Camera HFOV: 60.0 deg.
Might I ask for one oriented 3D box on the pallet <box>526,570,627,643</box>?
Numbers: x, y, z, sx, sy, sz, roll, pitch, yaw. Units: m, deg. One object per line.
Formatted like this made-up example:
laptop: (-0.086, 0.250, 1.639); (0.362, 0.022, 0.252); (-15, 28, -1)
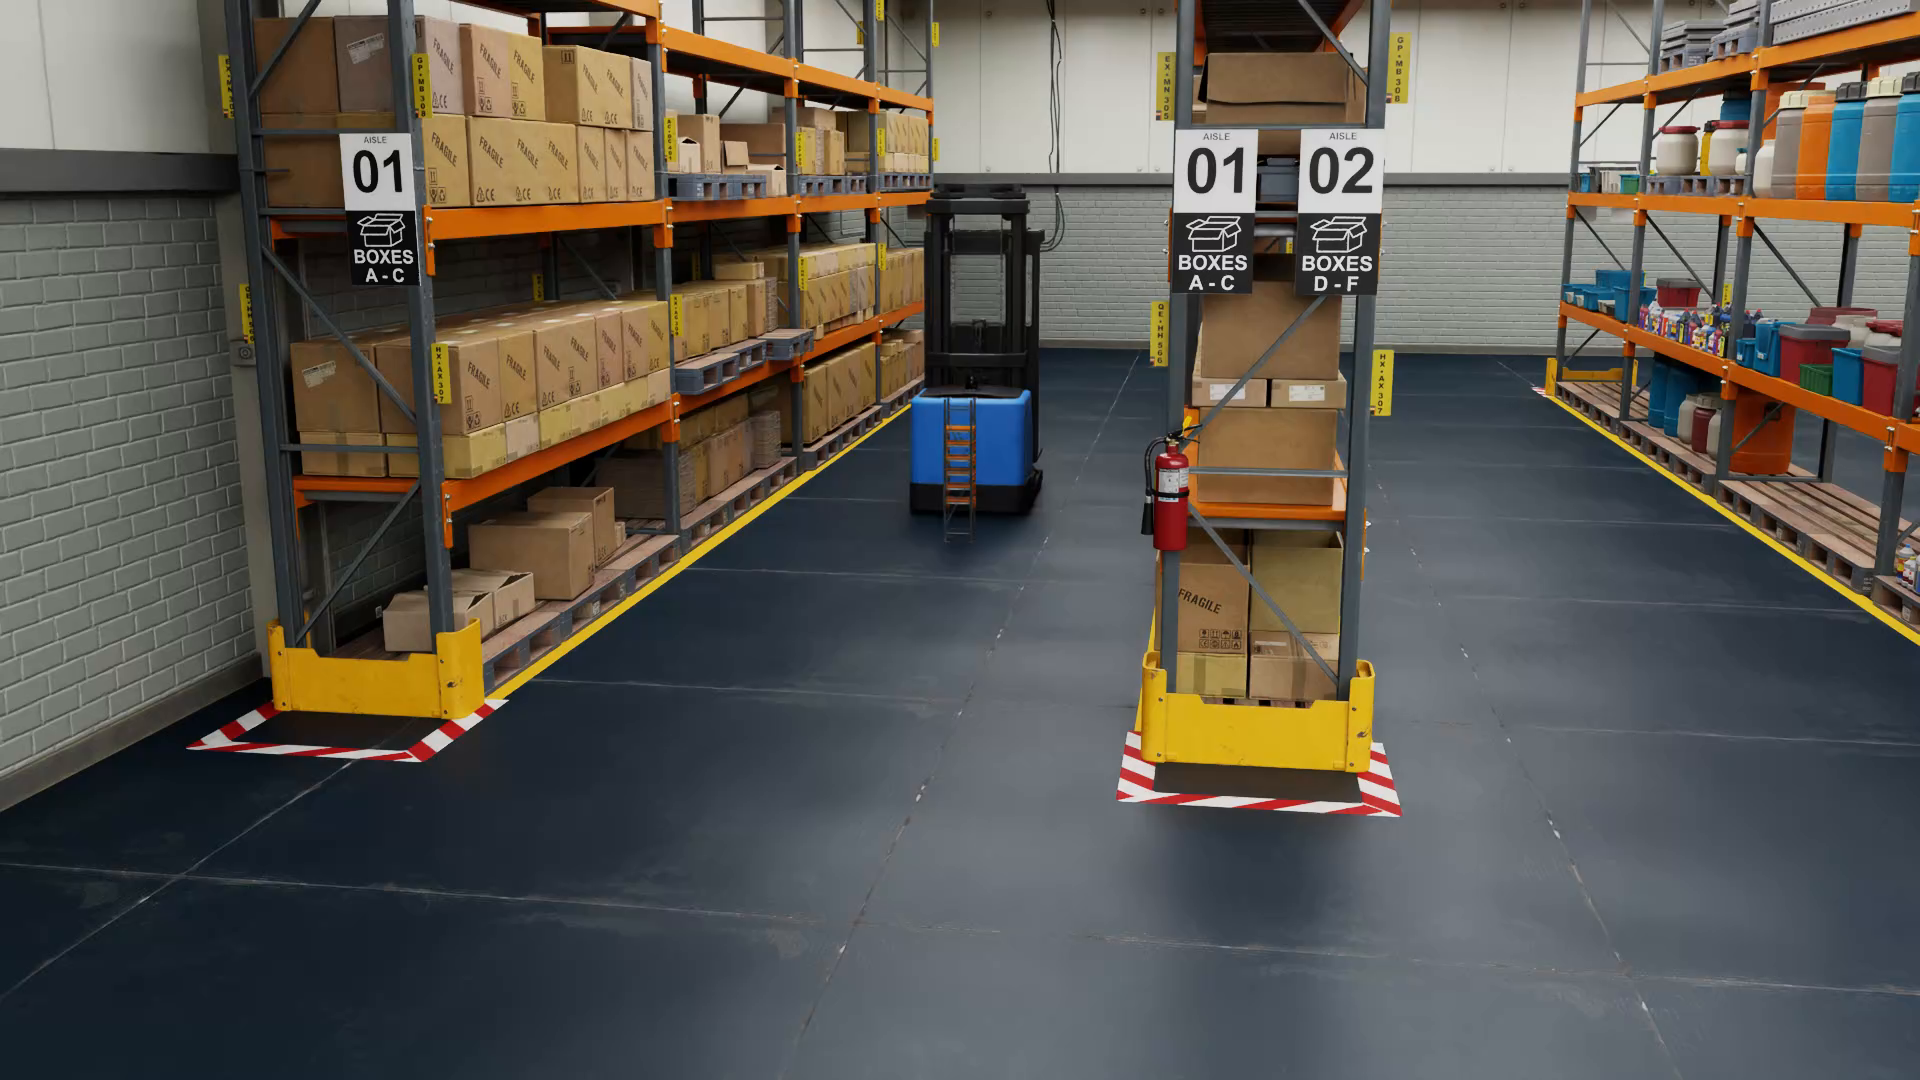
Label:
pallet: (-2.988, 0.429, 11.501); (1.003, 0.211, 1.213); (2, 12, 9)

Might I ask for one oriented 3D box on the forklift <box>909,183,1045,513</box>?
forklift: (0.234, -1.937, 16.025); (1.130, 2.935, 3.031); (1, 12, 7)

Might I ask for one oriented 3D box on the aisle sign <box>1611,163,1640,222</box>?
aisle sign: (9.201, -4.783, 22.897); (0.394, 0.787, 0.004); (2, 12, 9)

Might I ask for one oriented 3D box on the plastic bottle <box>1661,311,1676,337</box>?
plastic bottle: (7.695, -2.337, 18.010); (0.152, 0.276, 0.135); (2, 12, 9)

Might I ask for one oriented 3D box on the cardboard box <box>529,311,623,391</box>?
cardboard box: (-2.661, -1.316, 11.507); (0.500, 0.500, 0.500); (2, 12, 7)

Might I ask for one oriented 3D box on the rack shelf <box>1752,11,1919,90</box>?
rack shelf: (7.362, -3.811, 12.972); (1.077, 0.370, 4.000); (2, 12, 9)

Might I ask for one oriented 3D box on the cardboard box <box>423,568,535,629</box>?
cardboard box: (-3.067, 0.343, 10.622); (0.500, 0.311, 0.500); (3, 13, 13)

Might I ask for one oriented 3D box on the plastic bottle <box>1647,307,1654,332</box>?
plastic bottle: (7.772, -2.476, 18.668); (0.097, 0.271, 0.097); (0, 12, 0)

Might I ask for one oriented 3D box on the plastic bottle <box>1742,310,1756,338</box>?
plastic bottle: (8.126, -2.196, 17.178); (0.144, 0.351, 0.185); (2, 12, 9)

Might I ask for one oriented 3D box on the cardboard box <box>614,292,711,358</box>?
cardboard box: (-2.530, -1.815, 14.012); (0.700, 0.500, 0.500); (3, 13, 14)

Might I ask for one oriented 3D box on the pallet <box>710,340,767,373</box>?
pallet: (-2.384, -1.655, 15.009); (1.003, 0.211, 1.213); (2, 12, 9)

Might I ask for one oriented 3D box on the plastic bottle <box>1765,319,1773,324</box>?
plastic bottle: (8.278, -2.122, 17.024); (0.097, 0.271, 0.097); (0, 12, 0)

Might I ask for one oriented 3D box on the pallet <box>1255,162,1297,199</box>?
pallet: (1.865, -2.161, 9.993); (1.003, 0.211, 1.213); (2, 12, 9)

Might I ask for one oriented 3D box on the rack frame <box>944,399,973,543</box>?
rack frame: (-0.016, -0.564, 13.765); (0.240, 1.200, 0.006); (2, 12, 9)

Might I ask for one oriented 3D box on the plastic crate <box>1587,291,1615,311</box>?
plastic crate: (8.288, -3.077, 21.406); (0.416, 0.233, 0.300); (2, 12, 9)

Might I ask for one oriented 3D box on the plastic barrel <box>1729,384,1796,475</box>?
plastic barrel: (7.728, -1.088, 16.077); (0.600, 0.830, 0.708); (2, 12, 9)

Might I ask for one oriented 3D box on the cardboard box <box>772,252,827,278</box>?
cardboard box: (-1.713, -2.931, 17.703); (0.500, 0.250, 0.500); (2, 12, 8)

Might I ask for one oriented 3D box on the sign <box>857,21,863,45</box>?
sign: (-1.437, -7.314, 23.977); (0.100, 0.325, 0.005); (2, 12, 9)

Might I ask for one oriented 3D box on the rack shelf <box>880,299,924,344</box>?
rack shelf: (-1.197, -3.060, 22.778); (1.077, 0.370, 4.000); (2, 12, 9)

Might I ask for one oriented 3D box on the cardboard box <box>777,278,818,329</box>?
cardboard box: (-1.792, -2.459, 17.294); (0.500, 0.500, 0.500); (2, 12, 10)

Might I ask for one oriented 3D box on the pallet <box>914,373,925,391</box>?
pallet: (-0.935, -2.296, 24.144); (1.003, 0.211, 1.213); (2, 12, 9)

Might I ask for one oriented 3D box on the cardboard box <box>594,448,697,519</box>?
cardboard box: (-2.638, -0.477, 13.974); (0.700, 0.500, 0.500); (2, 12, 11)

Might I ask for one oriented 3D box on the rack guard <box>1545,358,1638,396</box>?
rack guard: (8.891, -2.290, 23.433); (1.175, 0.500, 0.348); (2, 12, 9)

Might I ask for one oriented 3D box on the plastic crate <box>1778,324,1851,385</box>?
plastic crate: (7.119, -1.546, 13.896); (0.402, 0.464, 0.583); (2, 12, 9)

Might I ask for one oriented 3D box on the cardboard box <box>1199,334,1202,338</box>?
cardboard box: (1.772, -1.274, 11.006); (0.380, 0.149, 0.250); (1, 12, 7)

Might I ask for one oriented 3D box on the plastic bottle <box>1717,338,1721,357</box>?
plastic bottle: (7.346, -1.866, 16.002); (0.097, 0.201, 0.097); (0, 12, 0)

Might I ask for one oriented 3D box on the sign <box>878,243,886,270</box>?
sign: (-0.967, -3.507, 20.585); (0.100, 0.325, 0.005); (2, 12, 9)

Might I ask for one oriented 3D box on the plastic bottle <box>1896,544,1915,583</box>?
plastic bottle: (6.572, 0.162, 11.553); (0.097, 0.271, 0.097); (0, 12, 0)

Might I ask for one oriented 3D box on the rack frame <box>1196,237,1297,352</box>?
rack frame: (2.776, -2.003, 16.166); (1.000, 3.000, 0.127); (2, 12, 9)

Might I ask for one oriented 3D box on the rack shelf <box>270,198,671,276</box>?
rack shelf: (-3.042, -2.028, 10.871); (1.077, 0.370, 4.000); (2, 12, 9)

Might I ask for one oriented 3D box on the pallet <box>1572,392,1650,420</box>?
pallet: (8.545, -1.720, 21.473); (1.003, 0.211, 1.213); (2, 12, 9)

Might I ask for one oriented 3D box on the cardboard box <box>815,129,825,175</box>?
cardboard box: (-1.910, -4.326, 18.543); (0.700, 0.500, 0.500); (2, 12, 9)

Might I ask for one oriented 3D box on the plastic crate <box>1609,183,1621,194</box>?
plastic crate: (8.104, -4.289, 20.279); (0.293, 0.136, 0.466); (2, 12, 9)

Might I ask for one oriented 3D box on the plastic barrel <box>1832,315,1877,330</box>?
plastic barrel: (7.722, -1.675, 14.380); (0.421, 0.512, 0.421); (0, 12, 0)

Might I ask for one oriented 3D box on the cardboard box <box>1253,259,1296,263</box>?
cardboard box: (1.944, -1.551, 10.754); (0.700, 0.500, 0.500); (2, 12, 9)

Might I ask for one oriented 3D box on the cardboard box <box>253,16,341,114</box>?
cardboard box: (-3.542, -2.609, 9.201); (0.500, 0.500, 0.500); (2, 12, 11)

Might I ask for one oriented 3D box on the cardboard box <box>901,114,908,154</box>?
cardboard box: (-0.974, -5.358, 21.959); (0.500, 0.500, 0.500); (2, 12, 9)

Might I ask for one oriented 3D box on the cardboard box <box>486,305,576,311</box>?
cardboard box: (-3.097, -1.434, 12.056); (0.500, 0.500, 0.500); (2, 12, 8)

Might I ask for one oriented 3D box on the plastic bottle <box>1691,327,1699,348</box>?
plastic bottle: (7.486, -2.056, 16.883); (0.097, 0.201, 0.097); (0, 12, 0)

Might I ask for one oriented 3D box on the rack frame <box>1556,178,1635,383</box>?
rack frame: (8.900, -3.507, 23.145); (1.000, 3.000, 0.127); (2, 12, 9)

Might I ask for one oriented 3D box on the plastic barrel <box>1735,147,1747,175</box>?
plastic barrel: (7.690, -3.673, 16.130); (0.301, 0.262, 0.301); (0, 12, 0)

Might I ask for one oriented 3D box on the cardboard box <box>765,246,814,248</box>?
cardboard box: (-1.979, -3.265, 19.251); (0.500, 0.250, 0.500); (1, 12, 7)

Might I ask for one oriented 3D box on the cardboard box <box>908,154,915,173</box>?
cardboard box: (-0.894, -5.097, 22.526); (0.500, 0.250, 0.500); (2, 12, 7)

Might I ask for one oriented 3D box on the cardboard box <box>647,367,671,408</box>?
cardboard box: (-2.508, -1.158, 12.554); (0.500, 0.250, 0.500); (2, 12, 9)

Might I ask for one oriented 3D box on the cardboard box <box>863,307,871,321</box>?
cardboard box: (-1.292, -2.749, 20.179); (0.380, 0.149, 0.250); (2, 12, 10)

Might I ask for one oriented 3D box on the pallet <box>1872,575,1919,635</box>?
pallet: (6.910, 0.493, 11.205); (1.003, 0.211, 1.213); (2, 12, 9)

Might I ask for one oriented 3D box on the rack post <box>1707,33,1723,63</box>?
rack post: (8.099, -4.937, 16.728); (0.937, 0.300, 0.954); (3, 13, 15)

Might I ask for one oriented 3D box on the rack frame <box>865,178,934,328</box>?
rack frame: (-0.889, -3.828, 24.634); (1.000, 3.000, 0.127); (2, 12, 9)

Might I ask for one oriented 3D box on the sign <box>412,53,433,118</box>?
sign: (-2.814, -2.373, 8.690); (0.100, 0.325, 0.005); (2, 12, 9)

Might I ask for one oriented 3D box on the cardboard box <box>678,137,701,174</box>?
cardboard box: (-2.477, -3.197, 13.803); (0.500, 0.311, 0.500); (2, 12, 10)

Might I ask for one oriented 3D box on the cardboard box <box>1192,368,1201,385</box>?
cardboard box: (1.455, -0.844, 9.010); (0.380, 0.149, 0.250); (2, 12, 10)

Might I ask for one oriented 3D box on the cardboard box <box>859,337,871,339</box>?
cardboard box: (-1.309, -2.695, 22.776); (0.380, 0.149, 0.250); (2, 12, 8)

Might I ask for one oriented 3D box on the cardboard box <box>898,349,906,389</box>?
cardboard box: (-1.126, -2.342, 22.677); (0.700, 0.500, 0.500); (2, 12, 10)

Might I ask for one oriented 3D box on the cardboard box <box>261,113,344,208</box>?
cardboard box: (-3.536, -2.117, 9.292); (0.500, 0.500, 0.500); (3, 12, 13)

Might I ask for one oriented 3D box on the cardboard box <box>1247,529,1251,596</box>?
cardboard box: (1.987, 0.122, 10.058); (0.500, 0.500, 0.500); (2, 12, 9)

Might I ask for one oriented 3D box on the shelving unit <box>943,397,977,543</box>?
shelving unit: (-0.002, -0.584, 13.853); (0.258, 1.200, 0.189); (2, 12, 9)
